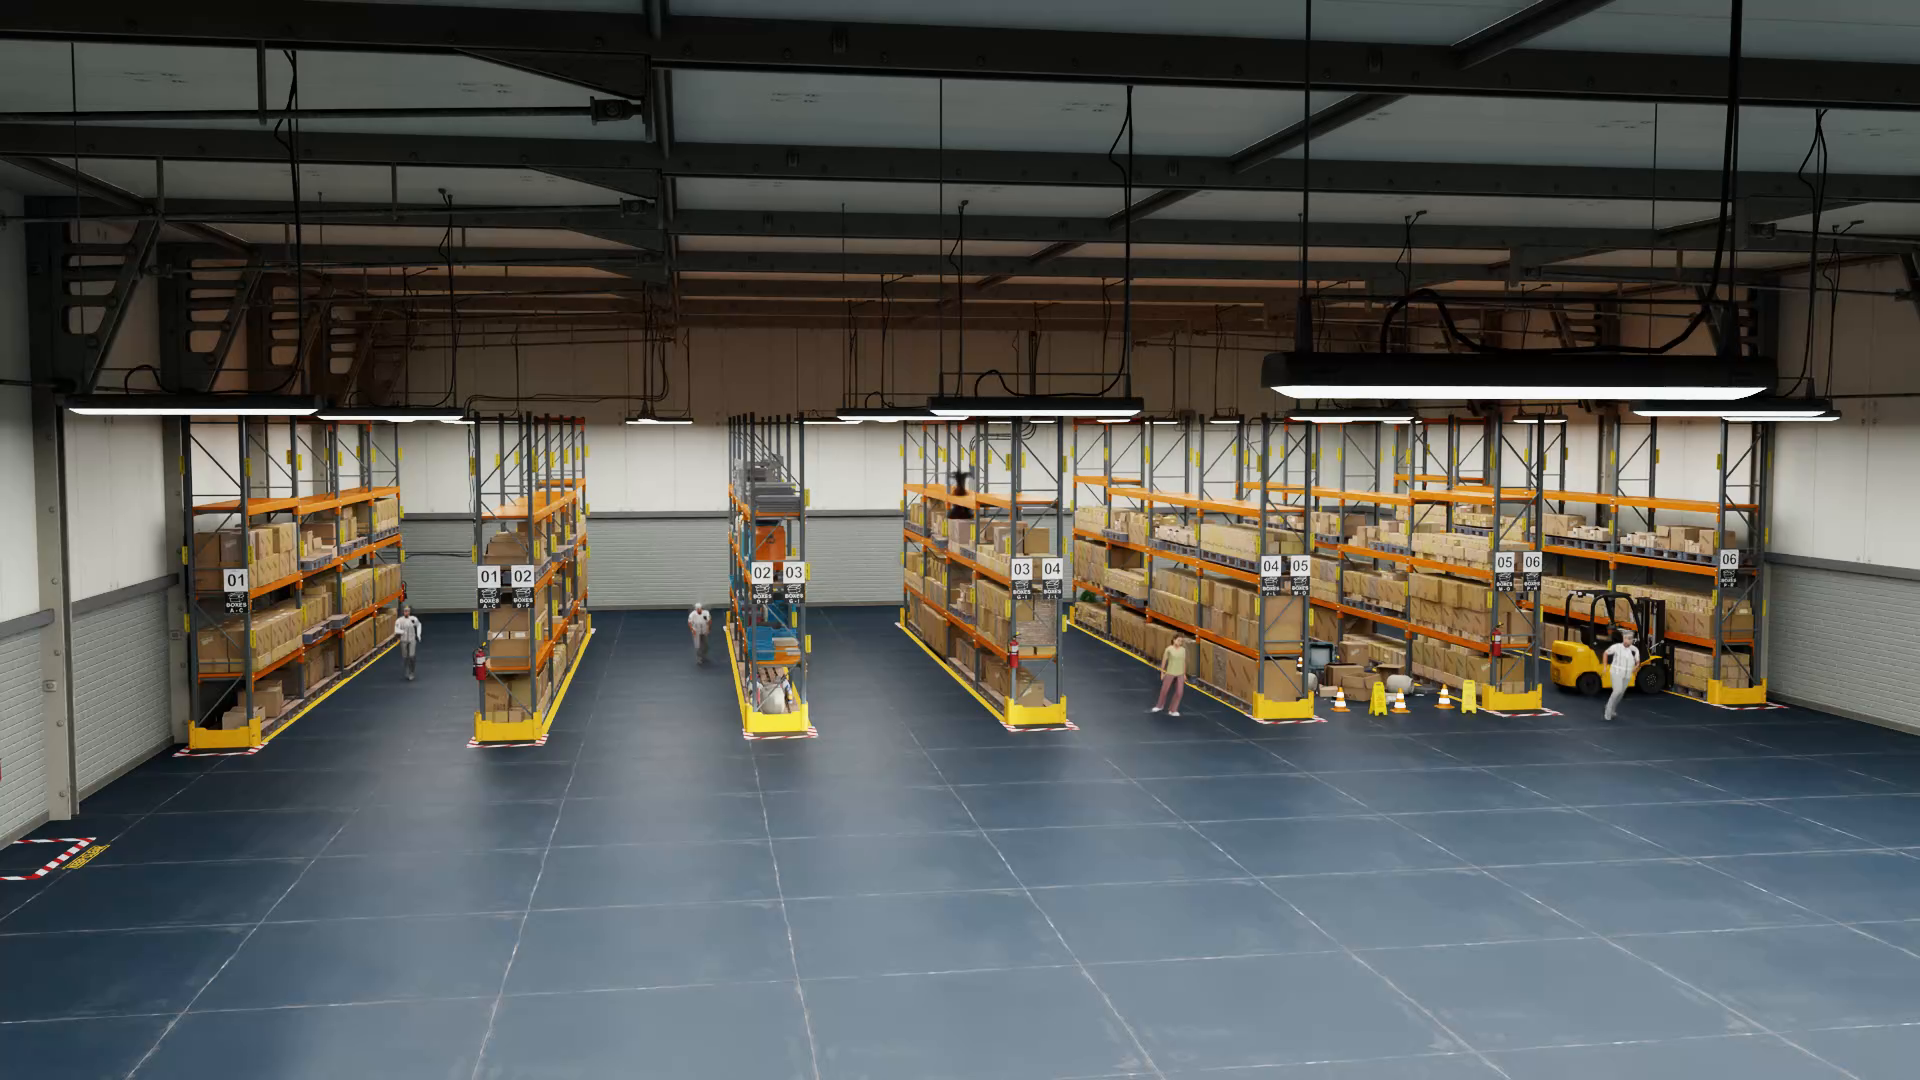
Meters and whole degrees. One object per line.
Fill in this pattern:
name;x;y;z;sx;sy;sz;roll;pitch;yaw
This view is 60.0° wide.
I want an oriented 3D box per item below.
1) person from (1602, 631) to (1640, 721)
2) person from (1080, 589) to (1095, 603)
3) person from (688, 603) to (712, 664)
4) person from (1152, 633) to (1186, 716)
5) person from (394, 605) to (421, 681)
person;12.883;2.635;32.498;0.760;1.733;0.816;0;4;-6
person;3.905;1.461;49.746;0.668;1.766;0.647;0;4;-4
person;-6.269;2.235;40.218;0.641;1.515;0.900;-2;4;-23
person;4.146;2.658;32.982;0.649;1.643;0.491;-1;4;-12
person;-12.512;2.322;37.671;0.549;1.738;0.812;-1;4;-14
